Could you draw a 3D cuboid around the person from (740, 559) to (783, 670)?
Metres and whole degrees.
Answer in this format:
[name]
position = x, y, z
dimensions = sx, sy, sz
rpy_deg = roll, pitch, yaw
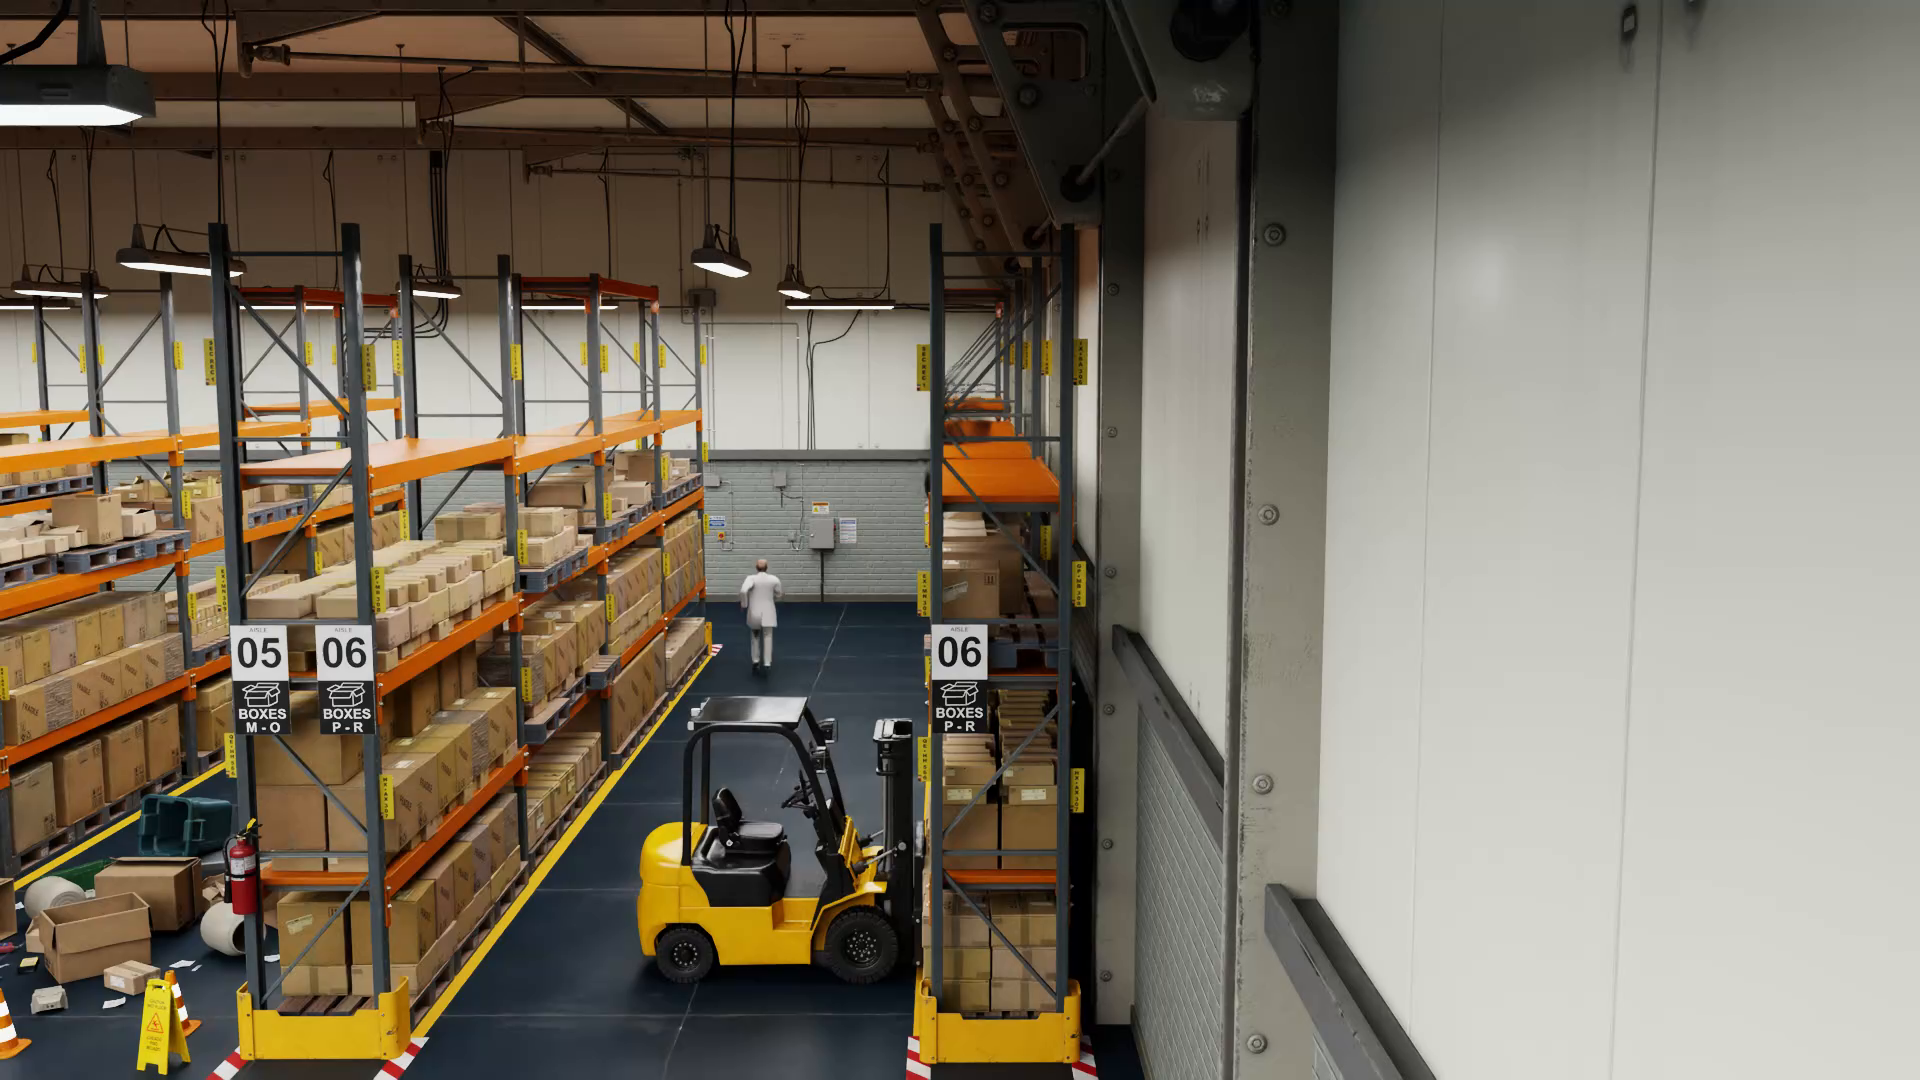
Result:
[person]
position = -3.137, 1.212, 26.326
dimensions = 0.677, 1.846, 0.866
rpy_deg = -1, 7, -8
